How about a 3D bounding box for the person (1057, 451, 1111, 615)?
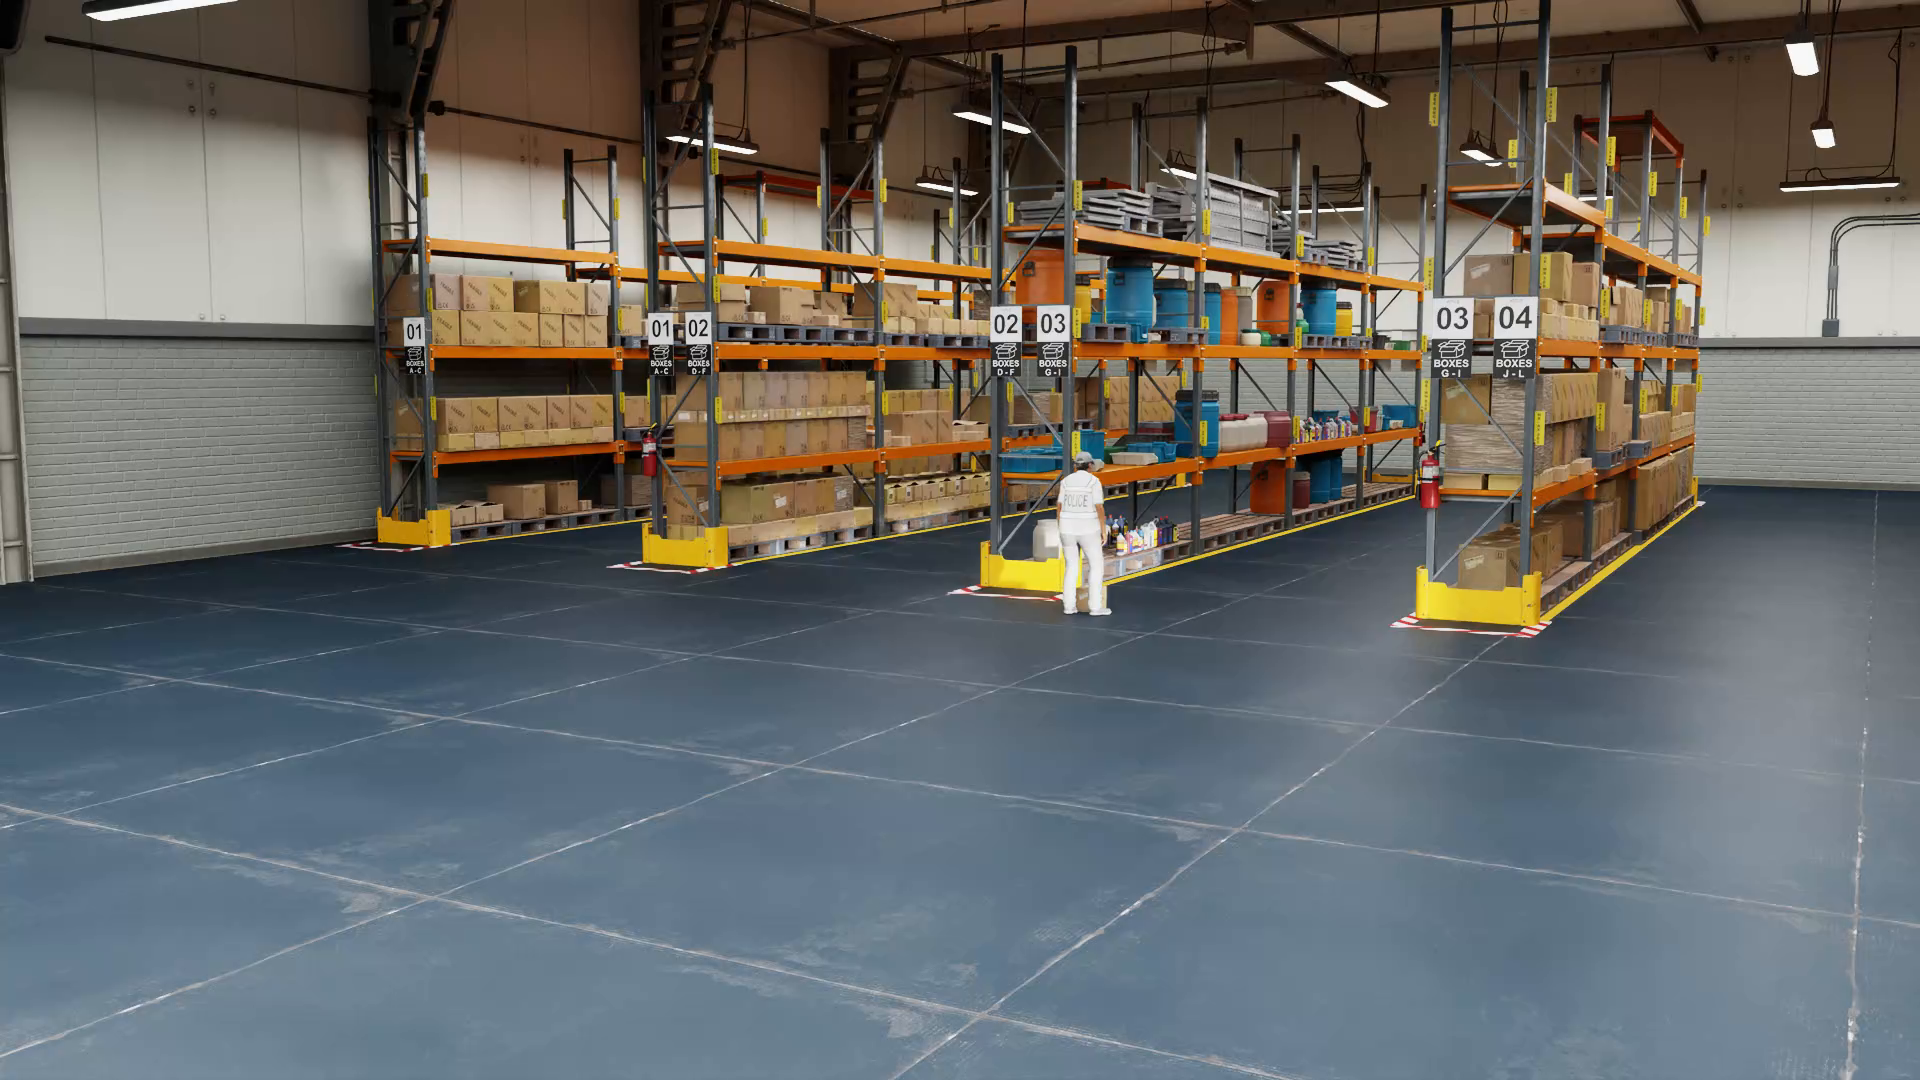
[{"bbox_3d":[1.267,-0.072,17.016,0.542,1.666,0.456,3,7,28],"label":"person"}]
